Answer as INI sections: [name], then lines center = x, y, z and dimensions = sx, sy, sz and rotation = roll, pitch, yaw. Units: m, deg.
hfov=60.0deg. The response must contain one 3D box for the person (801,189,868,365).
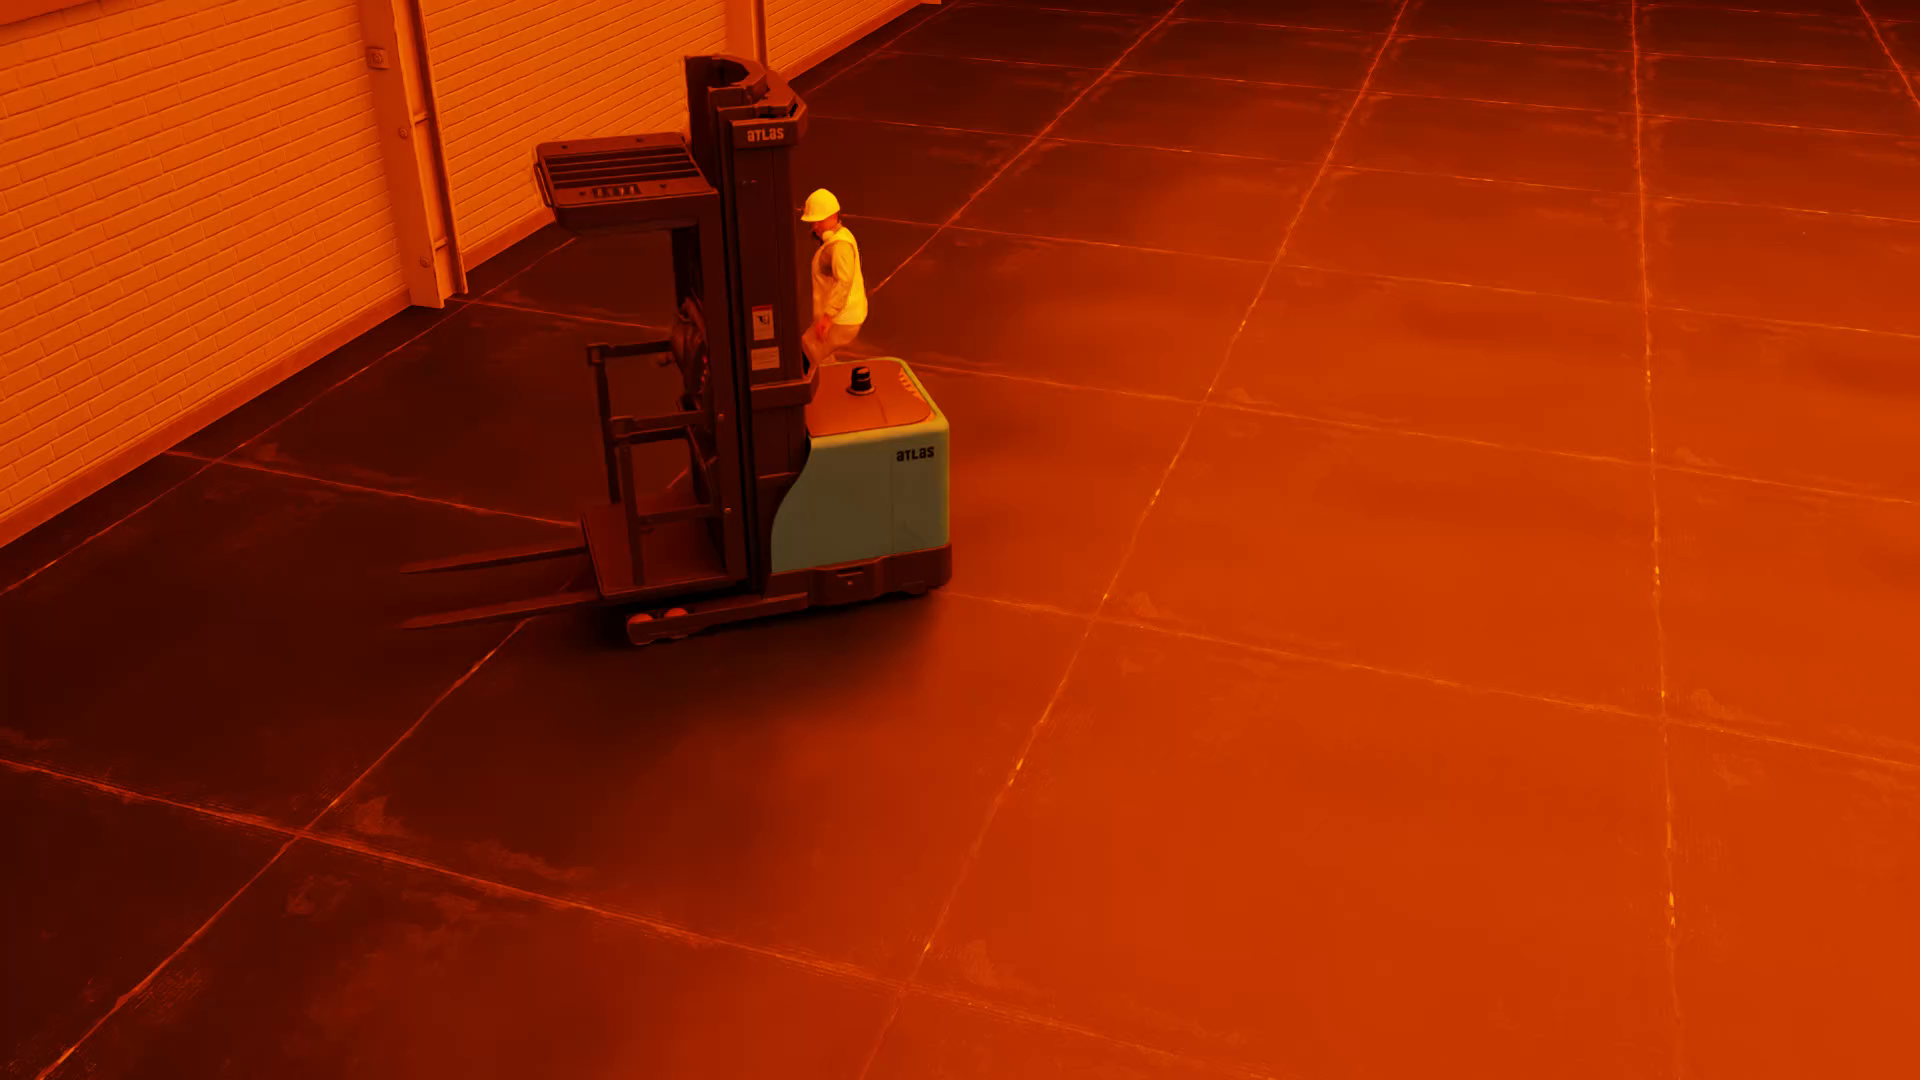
[person]
center = -0.877, -1.559, 11.228
dimensions = 0.503, 1.653, 1.047
rotation = 3, 30, 6

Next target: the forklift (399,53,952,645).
[forklift]
center = -1.620, -0.992, 8.878
dimensions = 3.031, 2.935, 1.130
rotation = -9, 31, -15
